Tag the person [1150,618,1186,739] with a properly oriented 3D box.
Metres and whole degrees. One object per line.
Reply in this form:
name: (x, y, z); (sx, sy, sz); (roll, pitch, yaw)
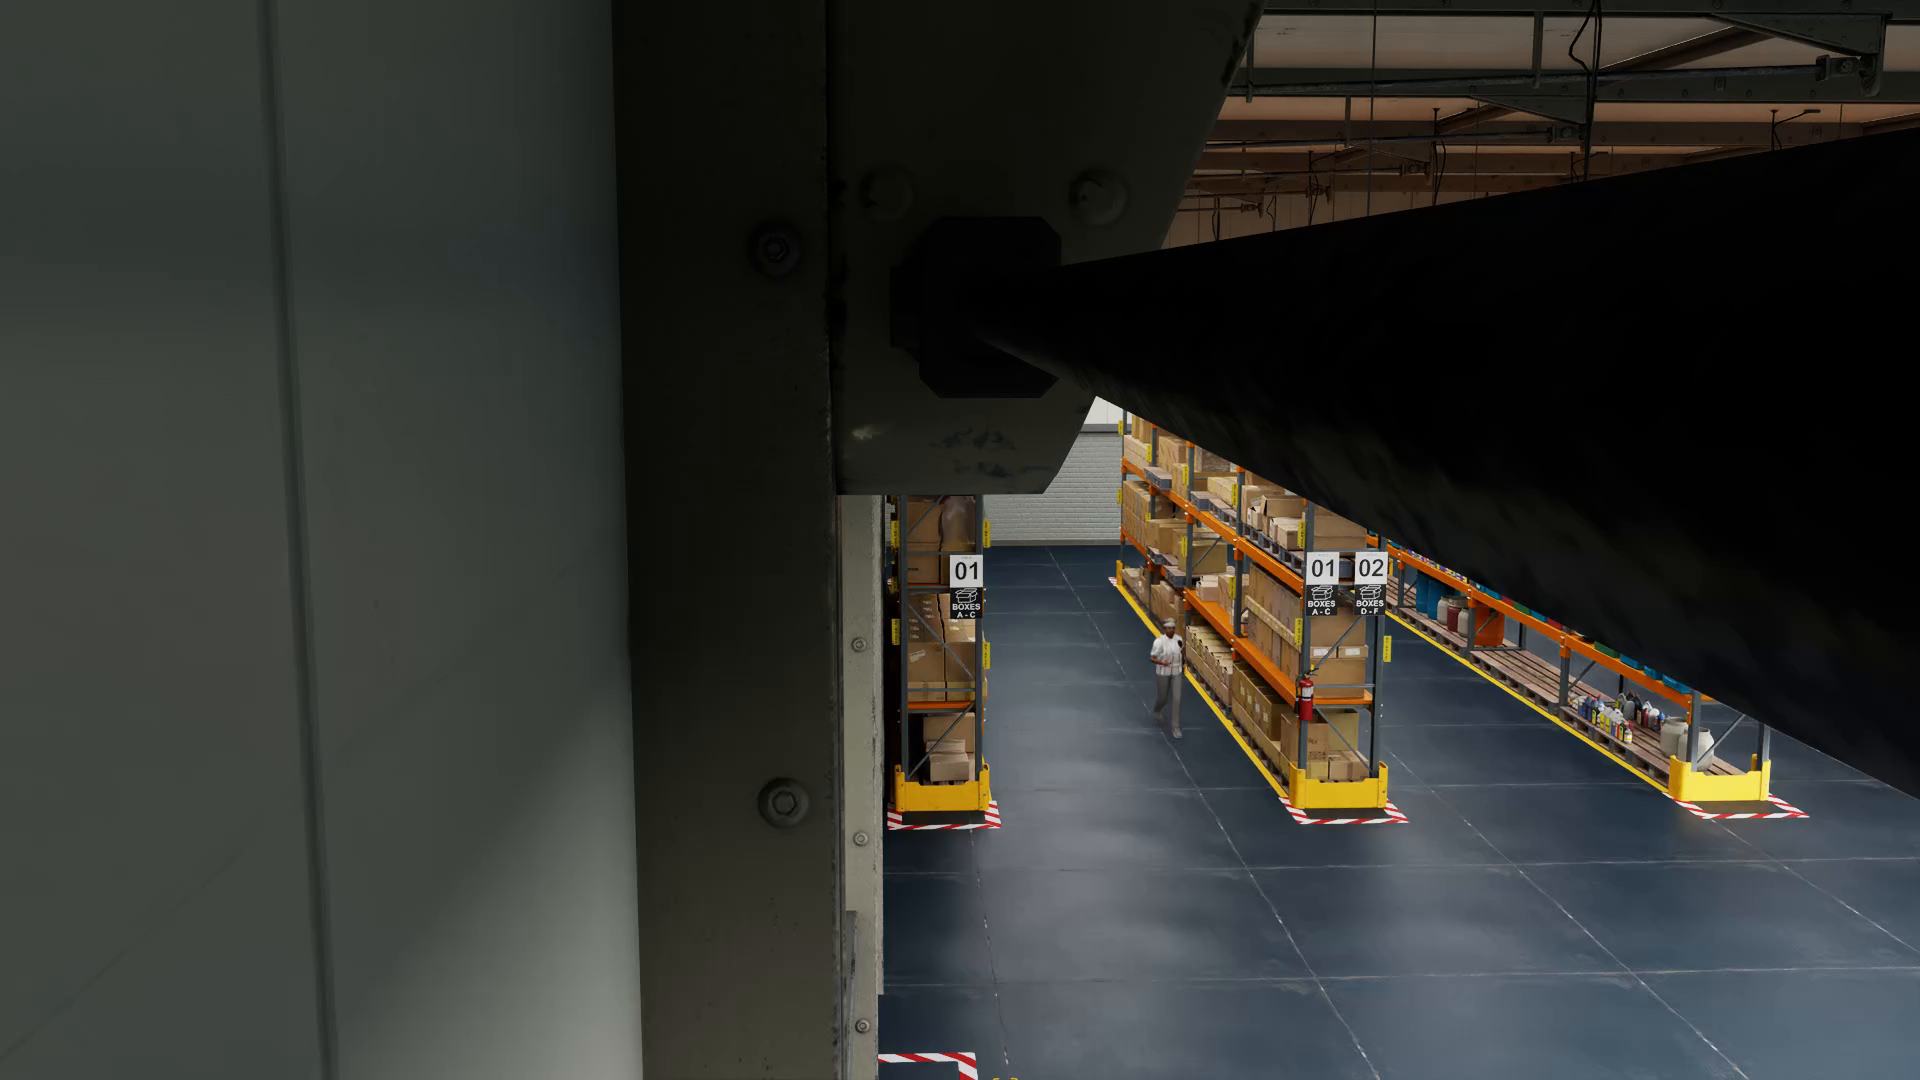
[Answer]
person: (3.023, 1.947, 24.072); (0.581, 1.699, 0.920); (-1, 9, -10)
